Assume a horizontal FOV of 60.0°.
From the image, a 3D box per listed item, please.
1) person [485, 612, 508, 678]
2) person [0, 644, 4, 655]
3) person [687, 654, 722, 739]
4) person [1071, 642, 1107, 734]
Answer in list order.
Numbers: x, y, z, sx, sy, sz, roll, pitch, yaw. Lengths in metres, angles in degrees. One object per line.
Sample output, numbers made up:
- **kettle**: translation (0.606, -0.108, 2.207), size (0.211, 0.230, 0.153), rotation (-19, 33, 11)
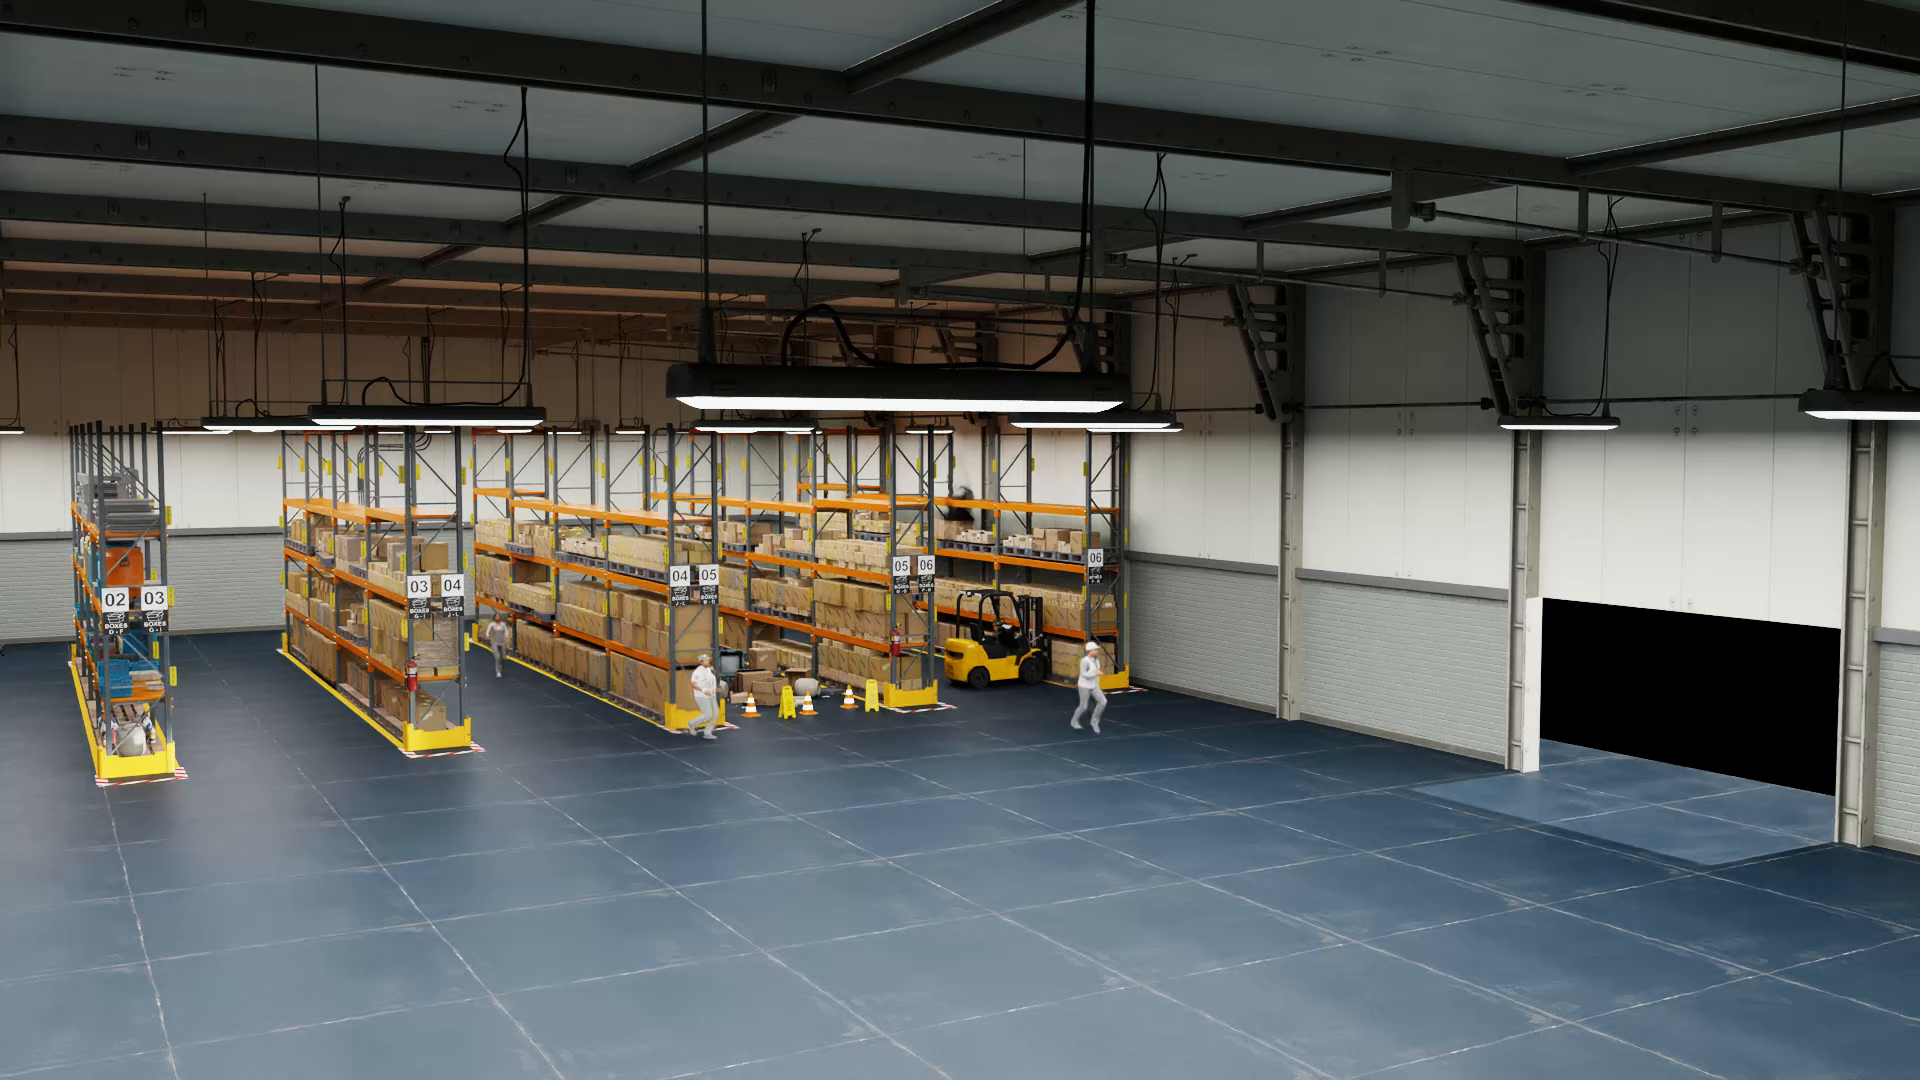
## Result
- **person**: translation (-11.053, 2.494, 39.723), size (0.535, 1.547, 0.567), rotation (-2, 4, -27)
- **person**: translation (-20.606, 2.675, 35.190), size (0.654, 1.728, 0.863), rotation (-2, 4, -30)
- **person**: translation (-4.849, 2.966, 31.521), size (0.578, 1.615, 0.605), rotation (1, 4, 22)
- **person**: translation (2.493, 2.855, 32.182), size (0.827, 1.788, 0.680), rotation (3, 5, 40)
